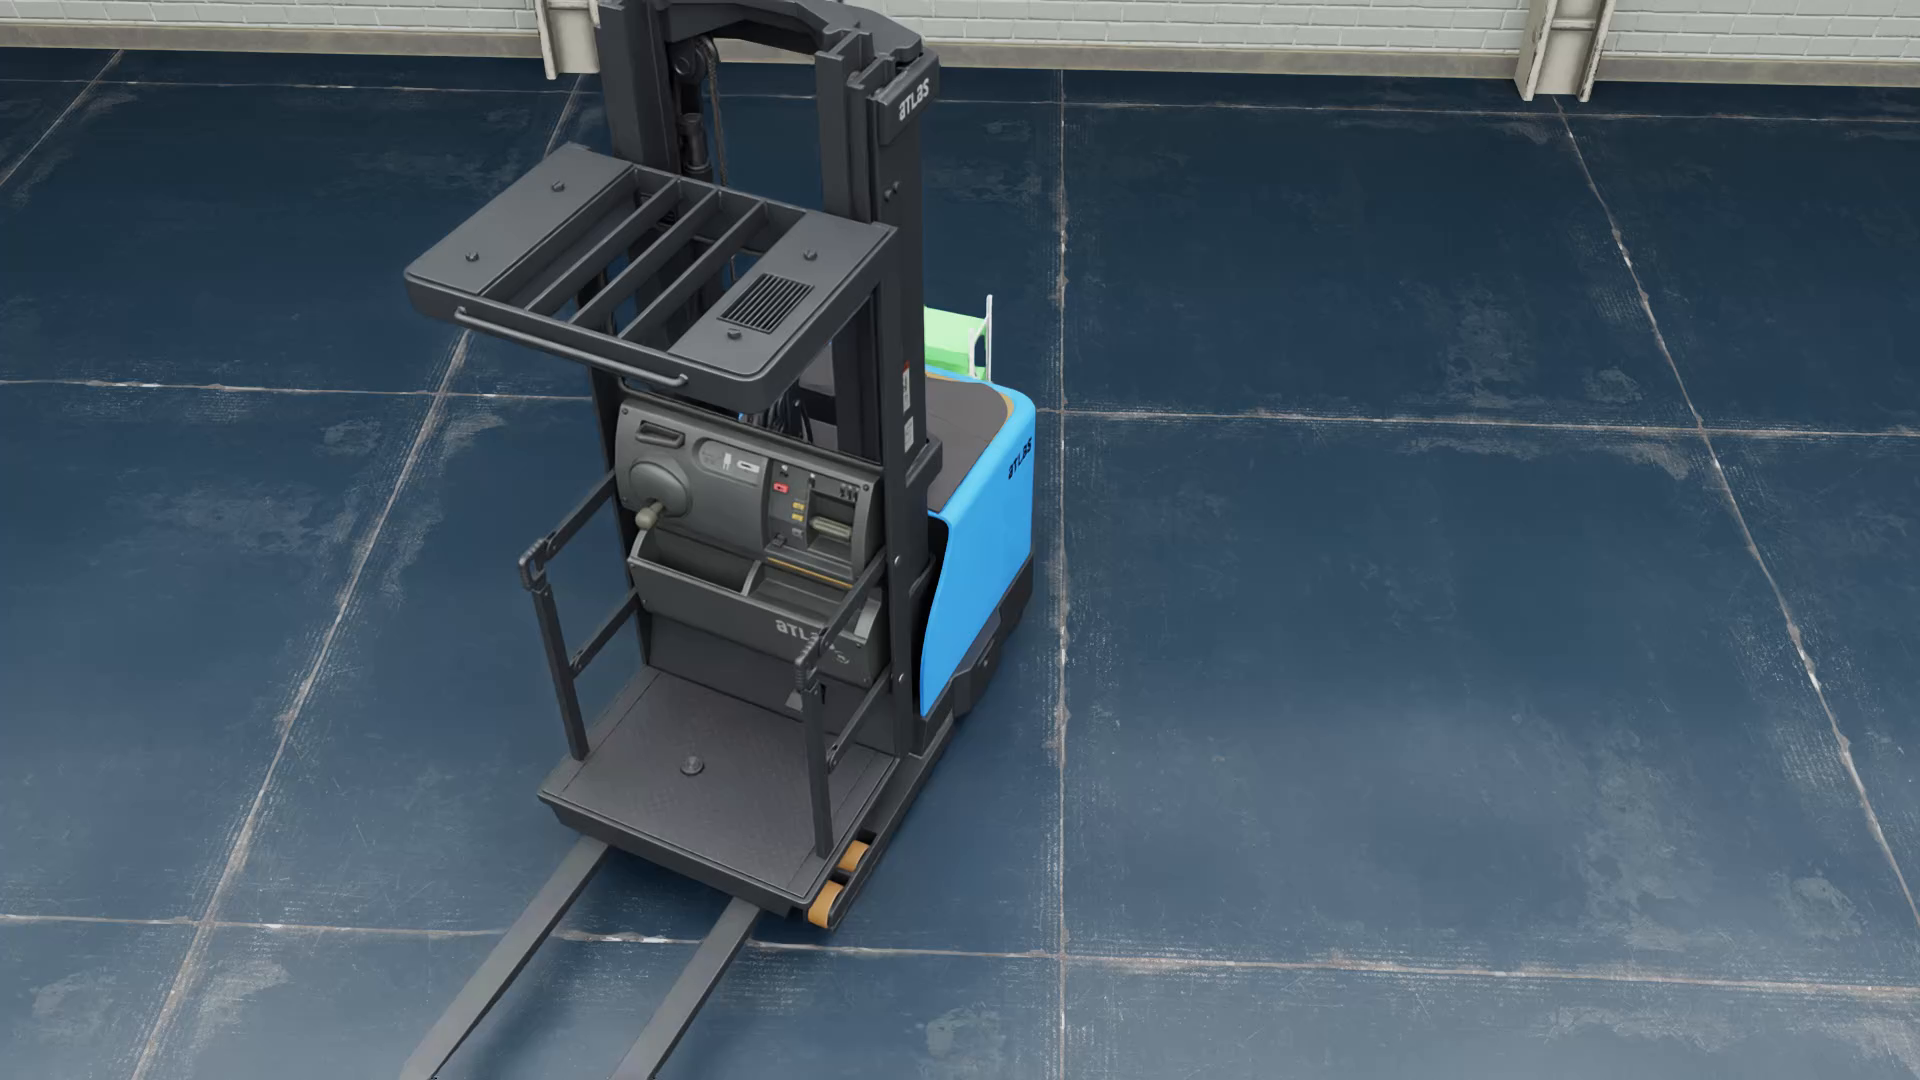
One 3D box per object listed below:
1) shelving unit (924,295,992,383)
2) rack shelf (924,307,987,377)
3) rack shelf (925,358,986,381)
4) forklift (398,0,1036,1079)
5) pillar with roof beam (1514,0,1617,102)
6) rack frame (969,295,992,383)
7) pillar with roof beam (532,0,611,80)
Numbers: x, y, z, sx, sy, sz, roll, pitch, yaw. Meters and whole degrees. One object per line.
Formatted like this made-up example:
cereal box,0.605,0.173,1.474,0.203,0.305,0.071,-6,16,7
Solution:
shelving unit,-0.151,-0.498,6.904,0.503,1.200,0.258,13,45,14
rack shelf,-0.151,-0.802,6.621,0.480,0.148,0.258,13,45,14
rack shelf,-0.151,-0.627,6.784,0.480,0.148,0.258,13,45,14
forklift,-0.787,-0.066,5.171,1.130,2.935,3.031,18,46,18
pillar with roof beam,3.439,-3.137,4.016,0.400,9.000,9.100,2,43,2
rack frame,0.080,-0.444,6.846,0.015,1.200,0.240,13,45,14
pillar with roof beam,-2.555,-3.322,4.214,0.400,9.000,9.100,2,43,2
